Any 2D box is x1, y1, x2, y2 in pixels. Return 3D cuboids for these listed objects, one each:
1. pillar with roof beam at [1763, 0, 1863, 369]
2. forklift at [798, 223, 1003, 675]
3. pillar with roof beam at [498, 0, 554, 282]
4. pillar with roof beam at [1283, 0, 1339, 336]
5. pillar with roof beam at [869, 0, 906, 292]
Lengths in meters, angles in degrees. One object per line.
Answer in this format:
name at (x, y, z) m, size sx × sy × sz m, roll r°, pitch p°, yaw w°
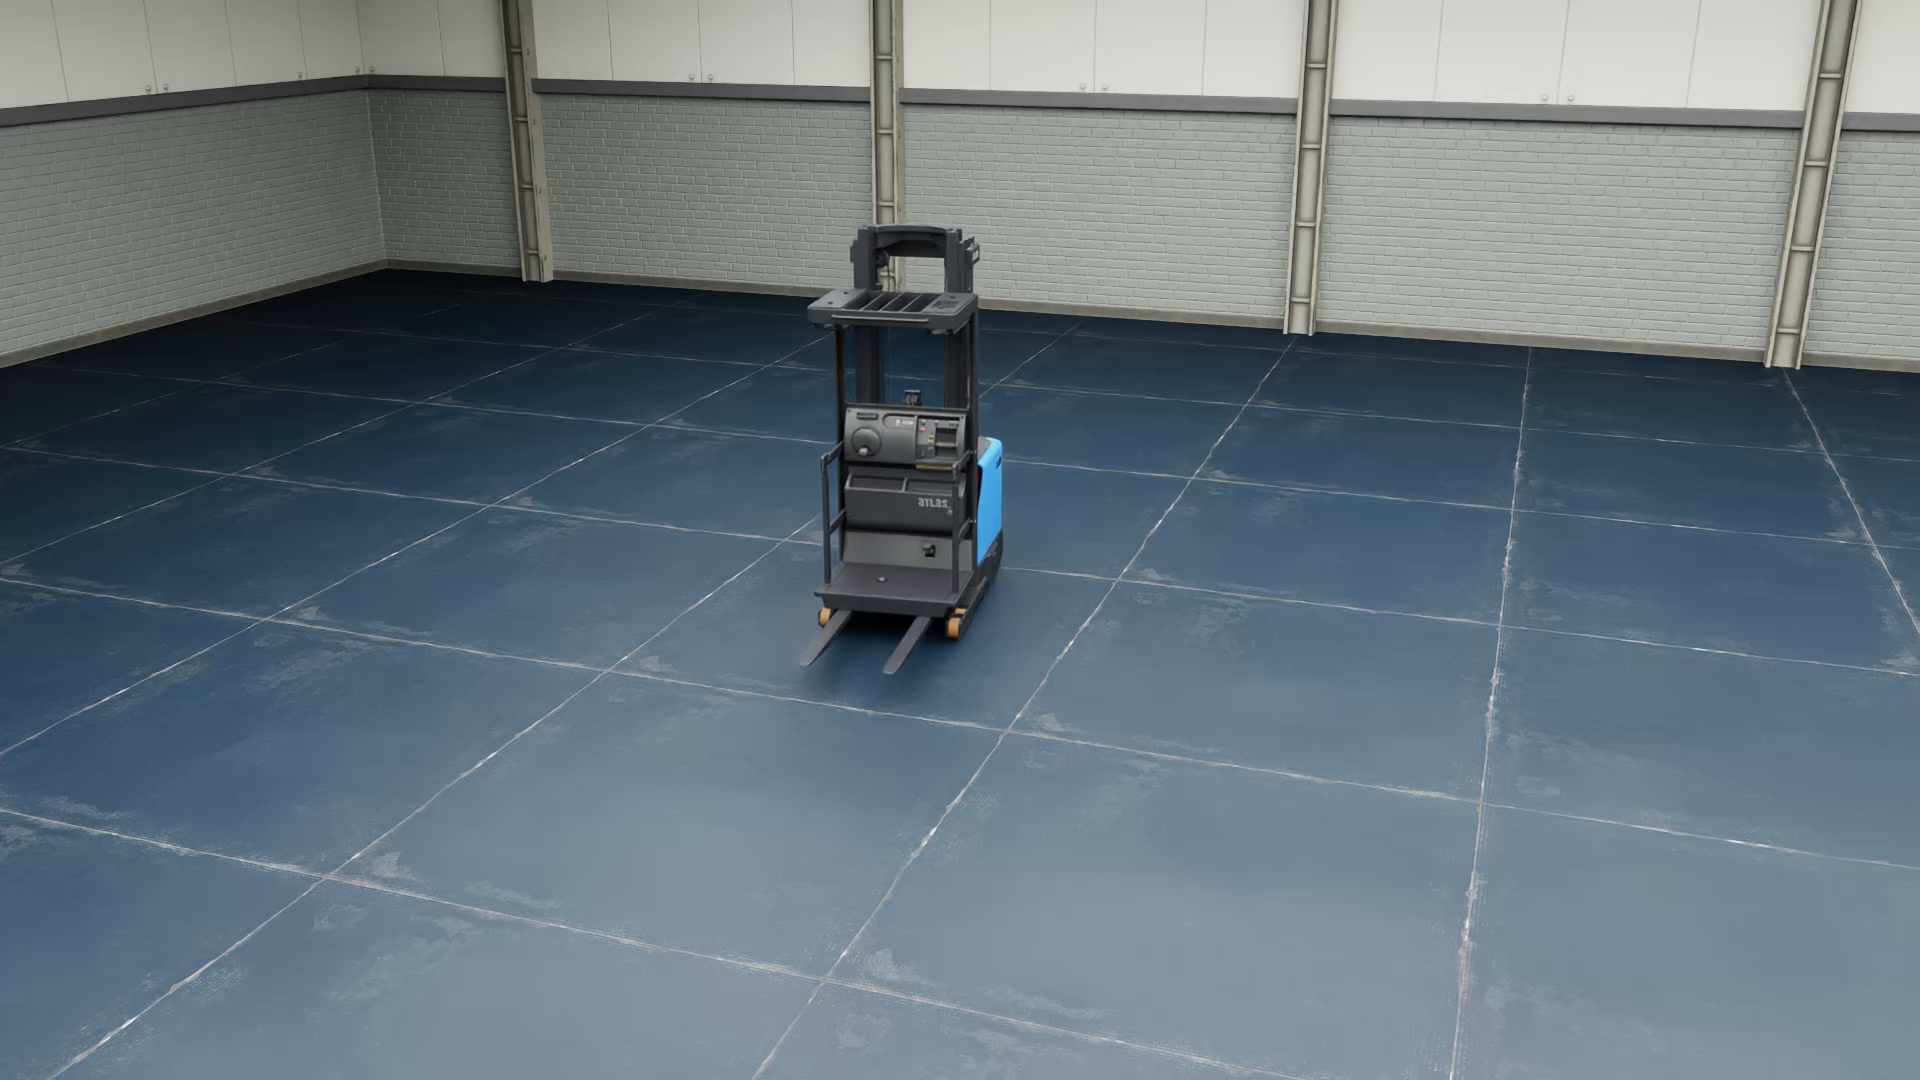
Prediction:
pillar with roof beam at (8.890, -5.100, 15.536) m, size 0.400 × 9.000 × 9.100 m, roll 7°, pitch 20°, yaw 18°
forklift at (-0.458, -0.775, 12.347) m, size 1.130 × 2.935 × 3.031 m, roll 4°, pitch 20°, yaw 12°
pillar with roof beam at (-8.113, -7.044, 21.114) m, size 0.400 × 9.000 × 9.100 m, roll 7°, pitch 20°, yaw 18°
pillar with roof beam at (3.222, -5.748, 17.395) m, size 0.400 × 9.000 × 9.100 m, roll 7°, pitch 20°, yaw 18°
pillar with roof beam at (-2.446, -6.396, 19.255) m, size 0.400 × 9.000 × 9.100 m, roll 7°, pitch 20°, yaw 18°
